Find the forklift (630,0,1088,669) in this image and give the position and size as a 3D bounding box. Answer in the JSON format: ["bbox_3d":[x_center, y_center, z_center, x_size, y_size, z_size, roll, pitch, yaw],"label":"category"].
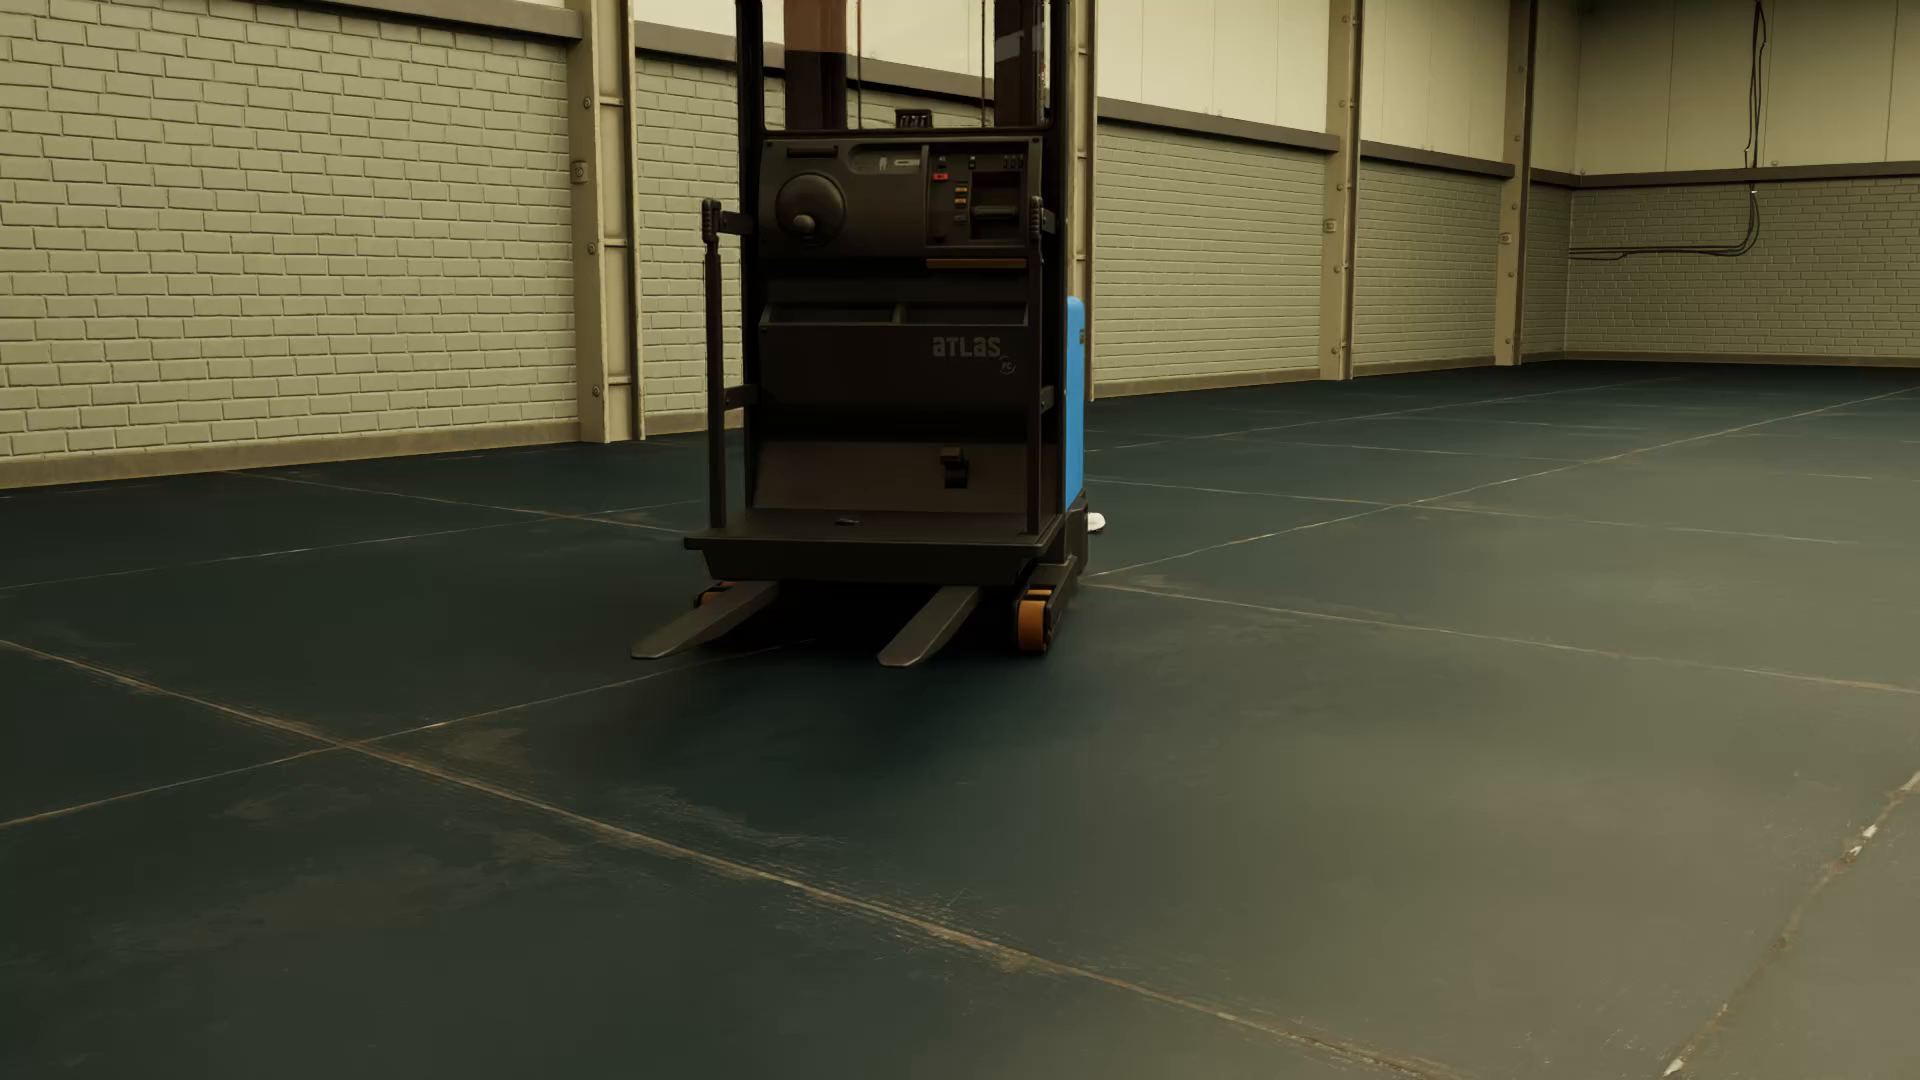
[{"bbox_3d":[-0.226,-1.161,5.214,1.130,2.935,3.031,1,8,9],"label":"forklift"}]

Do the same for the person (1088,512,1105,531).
[{"bbox_3d":[0.055,-0.830,7.771,1.162,1.535,0.740,8,11,42],"label":"person"}]
